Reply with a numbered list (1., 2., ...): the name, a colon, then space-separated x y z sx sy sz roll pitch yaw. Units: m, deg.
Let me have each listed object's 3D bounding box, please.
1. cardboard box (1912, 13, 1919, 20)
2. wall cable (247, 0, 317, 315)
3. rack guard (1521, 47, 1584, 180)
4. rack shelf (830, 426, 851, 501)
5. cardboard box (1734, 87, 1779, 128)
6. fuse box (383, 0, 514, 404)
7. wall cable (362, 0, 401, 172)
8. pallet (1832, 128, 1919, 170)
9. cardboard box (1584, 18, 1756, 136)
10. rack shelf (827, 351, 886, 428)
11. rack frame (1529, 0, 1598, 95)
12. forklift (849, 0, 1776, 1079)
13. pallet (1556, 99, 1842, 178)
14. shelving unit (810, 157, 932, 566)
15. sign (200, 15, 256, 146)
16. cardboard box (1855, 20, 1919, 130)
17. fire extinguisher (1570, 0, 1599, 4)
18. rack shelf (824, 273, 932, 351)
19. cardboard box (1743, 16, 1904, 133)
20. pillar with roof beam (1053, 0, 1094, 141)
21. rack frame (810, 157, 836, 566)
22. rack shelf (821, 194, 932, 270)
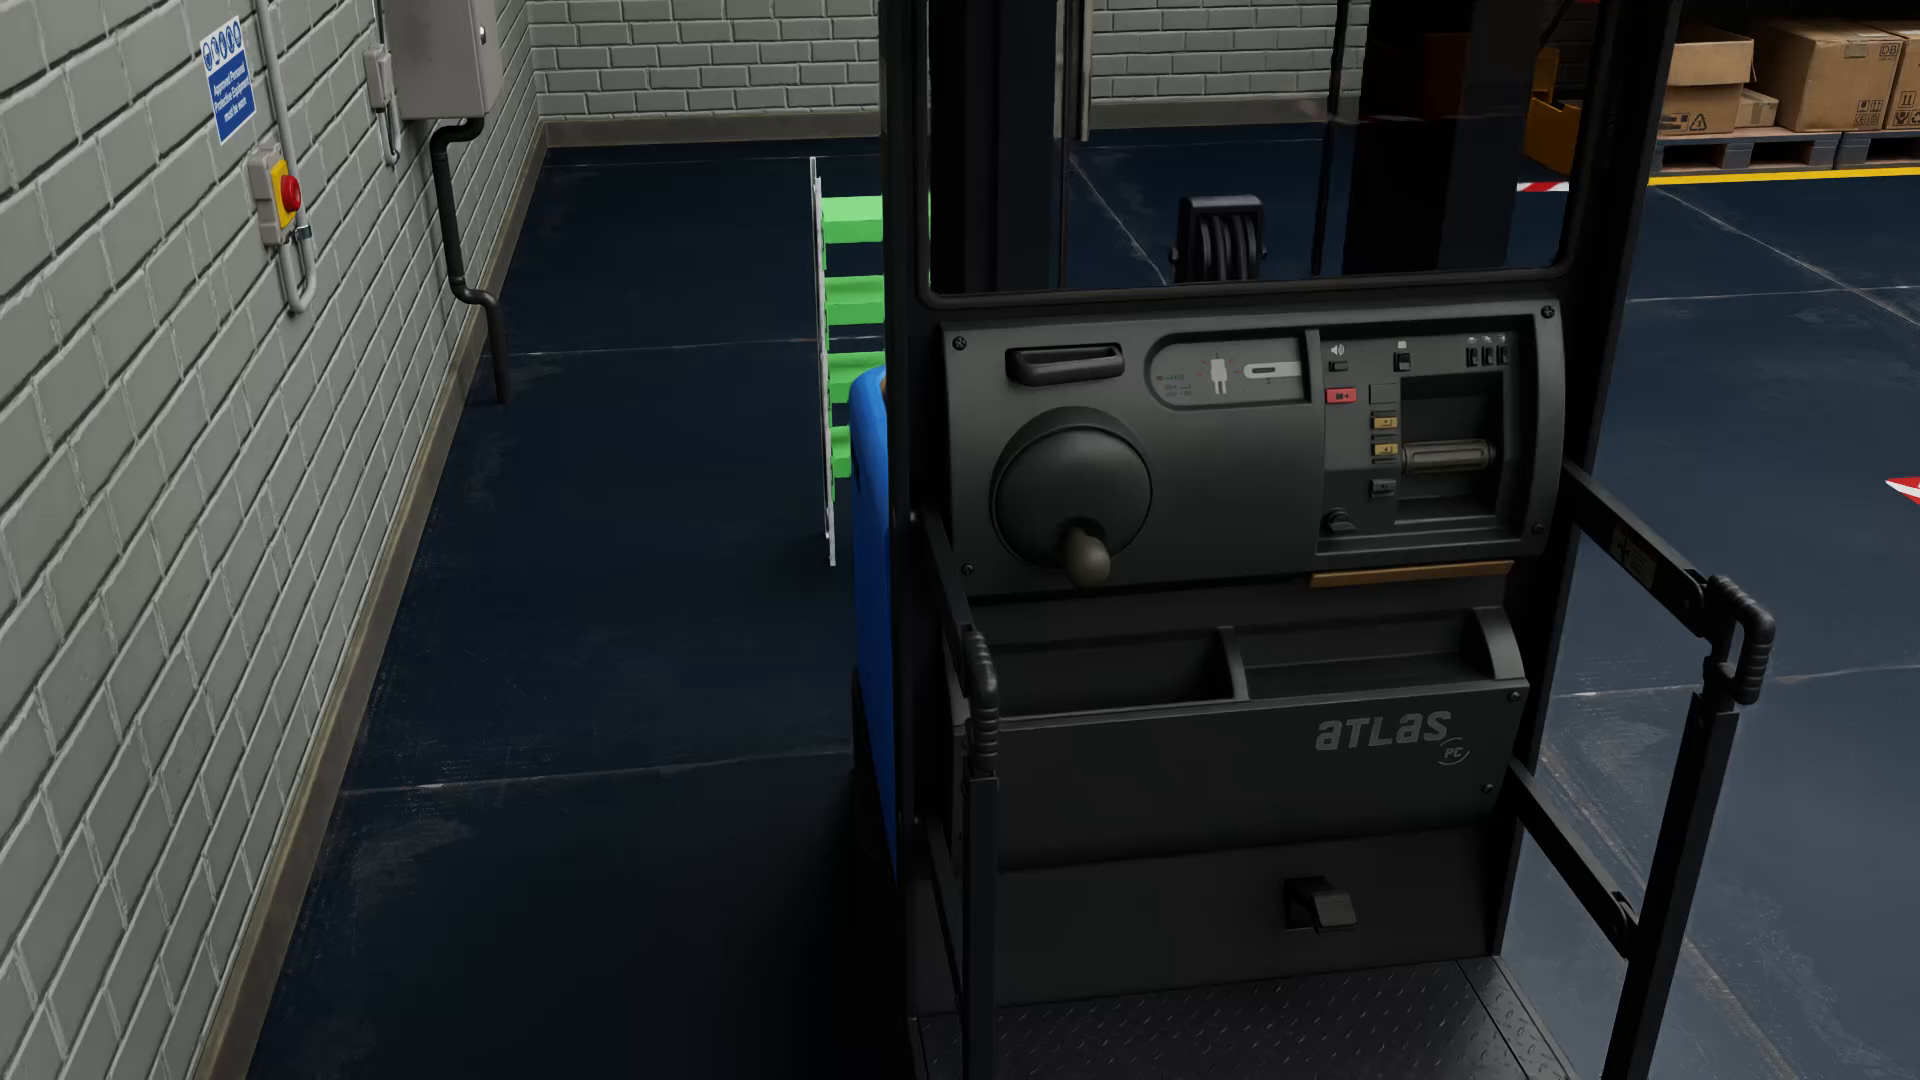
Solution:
1. cardboard box: 5.843 -2.699 9.503 0.500 0.500 0.700 -5 28 -9
2. wall cable: -1.541 -1.379 3.504 0.123 1.953 0.585 -4 27 -7
3. rack guard: 3.419 -2.418 9.415 0.348 0.500 1.175 -4 27 -7
4. rack shelf: -0.164 -0.253 5.094 0.480 0.148 0.258 -4 27 -7
5. cardboard box: 4.389 -2.449 9.401 0.250 0.149 0.380 -5 28 -9
6. fuse box: -1.689 -1.298 5.906 0.414 1.711 0.539 -4 27 -7
7. wall cable: -1.750 -2.005 4.759 0.122 1.984 0.588 -4 27 -7
8. pallet: 5.414 -2.417 9.729 1.213 0.211 1.003 -4 27 -7
9. cardboard box: 3.963 -2.598 9.302 0.637 0.503 0.797 -5 28 -9
10. rack shelf: -0.164 -0.466 4.985 0.480 0.148 0.258 -4 27 -7
11. rack frame: 3.344 -3.526 8.835 0.127 3.000 1.000 -4 27 -7
12. forklift: 0.473 -0.107 2.248 1.130 2.935 3.031 -4 27 -8
13. pallet: 4.209 -2.341 9.581 1.213 0.211 1.003 -4 27 -7
14. shelving unit: -0.164 -0.523 4.956 0.503 1.200 0.258 -4 27 -7
15. sign: -1.595 -1.007 3.631 0.001 0.218 0.327 -4 27 -7
16. cardboard box: 5.352 -2.621 9.351 0.500 0.500 0.500 -3 27 -6
17. fire extinguisher: 3.263 -3.107 8.513 0.183 0.674 0.296 -4 27 -7
18. rack shelf: -0.164 -0.680 4.875 0.480 0.148 0.258 -4 27 -7
19. cardboard box: 4.815 -2.633 9.374 0.500 0.500 0.700 -3 27 -5
20. pillar with roof beam: 1.148 -4.485 4.133 0.400 9.000 9.100 -4 27 -7
21. rack frame: -0.406 -0.508 4.925 0.015 1.200 0.240 -4 27 -7
22. rack shelf: -0.164 -0.893 4.766 0.480 0.148 0.258 -4 27 -7
